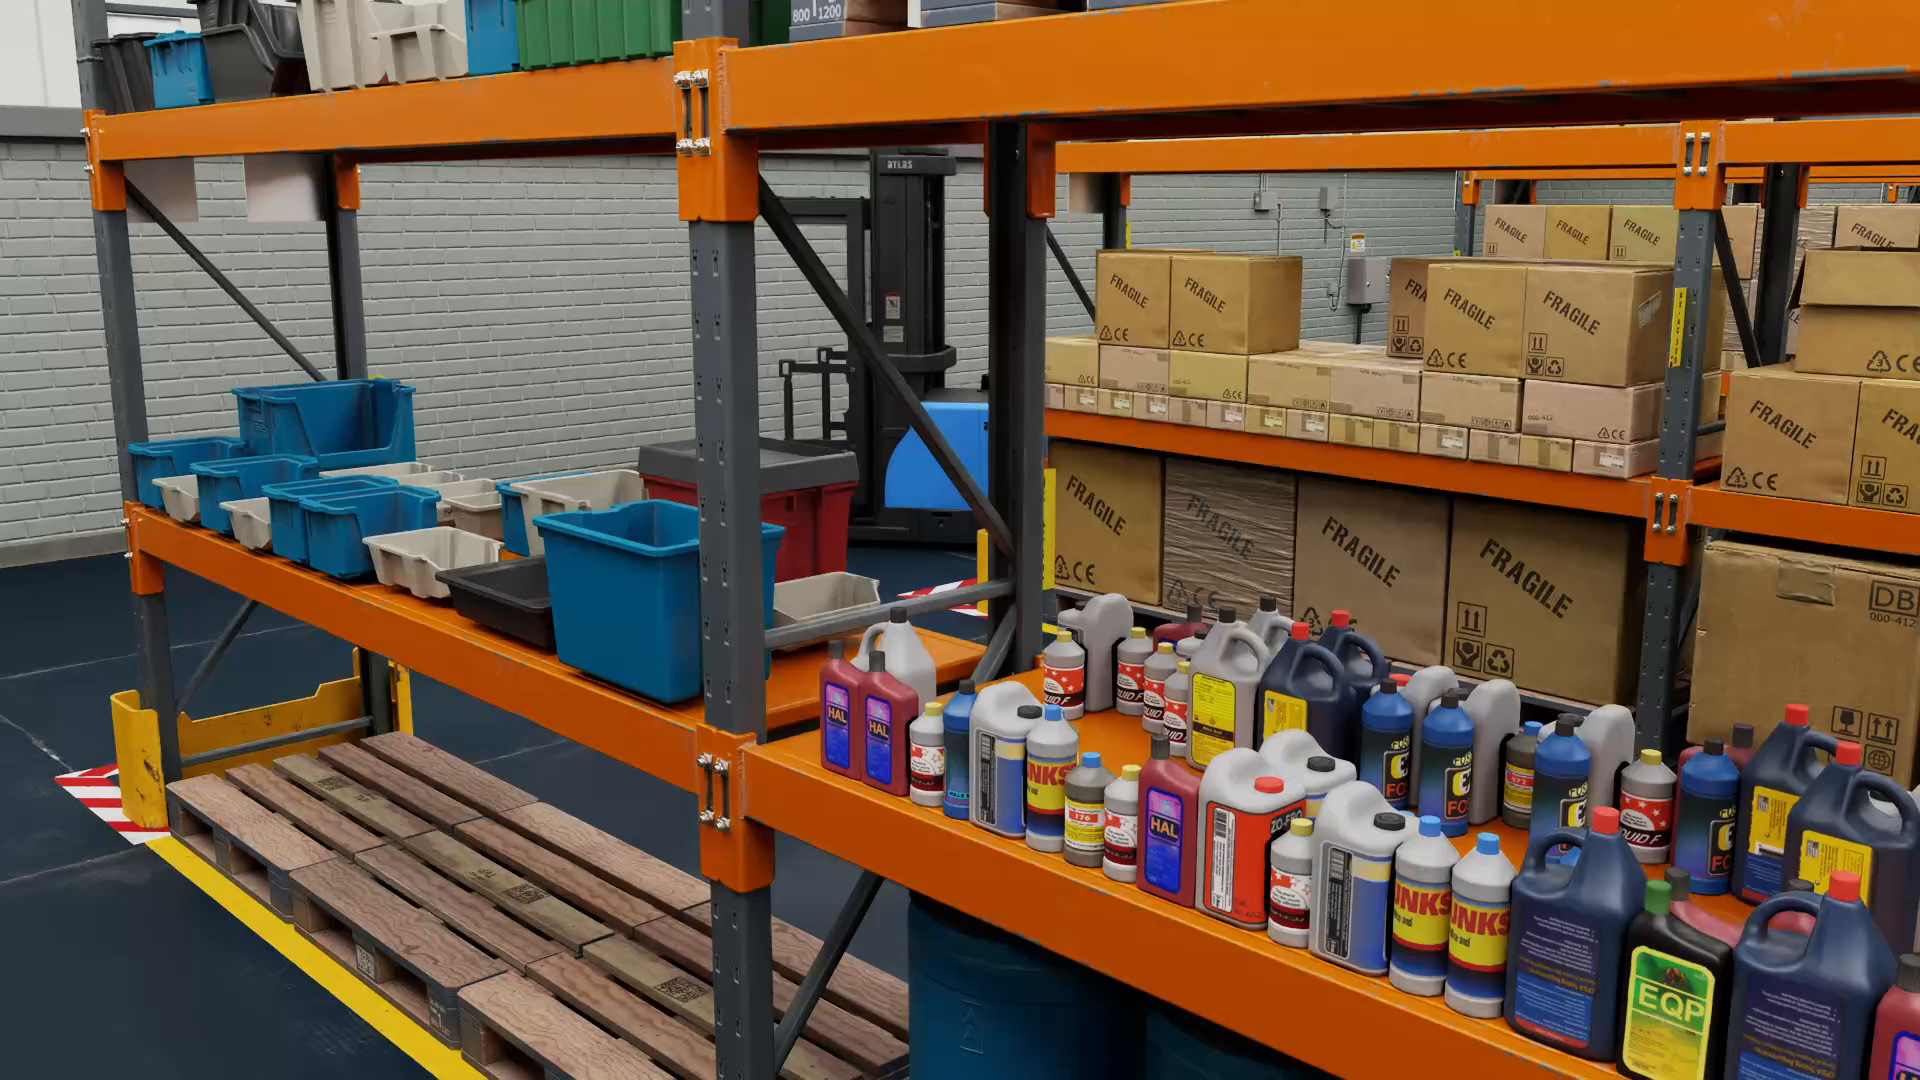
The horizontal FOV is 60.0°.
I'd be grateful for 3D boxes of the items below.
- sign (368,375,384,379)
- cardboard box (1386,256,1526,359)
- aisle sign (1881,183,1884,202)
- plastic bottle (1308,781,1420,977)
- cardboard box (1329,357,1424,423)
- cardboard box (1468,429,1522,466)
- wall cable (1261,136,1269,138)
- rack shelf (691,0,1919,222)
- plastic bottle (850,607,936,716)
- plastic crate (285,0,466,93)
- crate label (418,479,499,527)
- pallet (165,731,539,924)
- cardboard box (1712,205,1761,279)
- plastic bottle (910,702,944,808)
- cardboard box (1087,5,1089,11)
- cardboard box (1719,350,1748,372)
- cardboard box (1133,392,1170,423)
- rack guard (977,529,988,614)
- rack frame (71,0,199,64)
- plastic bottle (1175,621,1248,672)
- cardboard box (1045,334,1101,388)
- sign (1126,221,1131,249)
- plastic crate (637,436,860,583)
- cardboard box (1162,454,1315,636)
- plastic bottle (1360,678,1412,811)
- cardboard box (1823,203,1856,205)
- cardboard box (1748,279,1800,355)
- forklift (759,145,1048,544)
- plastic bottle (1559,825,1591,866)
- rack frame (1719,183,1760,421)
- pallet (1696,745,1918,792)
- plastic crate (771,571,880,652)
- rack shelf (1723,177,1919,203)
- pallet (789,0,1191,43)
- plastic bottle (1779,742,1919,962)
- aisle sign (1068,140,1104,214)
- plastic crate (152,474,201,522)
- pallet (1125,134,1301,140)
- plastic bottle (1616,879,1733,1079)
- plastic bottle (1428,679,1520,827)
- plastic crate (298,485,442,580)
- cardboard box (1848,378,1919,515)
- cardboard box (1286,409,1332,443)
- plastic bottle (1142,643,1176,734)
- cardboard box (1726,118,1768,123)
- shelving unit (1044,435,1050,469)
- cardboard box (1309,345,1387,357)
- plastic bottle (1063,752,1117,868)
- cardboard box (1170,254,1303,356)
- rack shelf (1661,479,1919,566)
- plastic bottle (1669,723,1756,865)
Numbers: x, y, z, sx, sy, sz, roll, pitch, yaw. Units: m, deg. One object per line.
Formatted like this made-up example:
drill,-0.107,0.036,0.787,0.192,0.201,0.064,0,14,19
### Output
sign,-2.559,-0.556,7.270,0.100,0.325,0.005,-11,16,-43
cardboard box,2.556,-1.196,8.561,0.500,0.500,0.500,11,16,43
aisle sign,11.132,-4.402,19.903,0.394,0.787,0.004,-11,16,-43
plastic bottle,0.661,0.538,2.676,0.152,0.276,0.135,-11,16,-43
cardboard box,2.193,-0.753,8.266,0.500,0.250,0.500,-10,16,-41
cardboard box,2.597,-0.454,7.803,0.380,0.149,0.250,-11,16,-44
wall cable,3.672,-6.197,20.189,0.463,3.000,0.029,-11,16,-43
rack shelf,1.198,-0.638,2.423,1.077,0.370,4.000,-11,16,-43
plastic bottle,-0.147,0.314,3.577,0.144,0.351,0.185,-11,16,-43
plastic crate,-1.638,-1.441,4.833,0.437,0.282,0.530,-11,16,-43
crate label,-1.852,-0.121,6.072,0.396,0.136,0.243,-11,16,-43
pallet,-2.404,1.095,6.574,1.003,0.211,1.213,-11,16,-43
cardboard box,5.463,-2.119,11.802,0.500,0.500,0.500,11,16,43
plastic bottle,-0.053,0.431,3.377,0.097,0.201,0.097,0,12,0
cardboard box,1.035,-2.791,9.556,0.500,0.500,0.700,11,16,42
cardboard box,5.558,-1.284,11.831,0.380,0.149,0.250,-10,16,-41
cardboard box,1.180,-0.753,9.258,0.380,0.149,0.250,-11,16,-43
rack guard,0.620,0.134,10.522,1.175,0.500,0.348,-11,16,-43
rack frame,-2.945,-3.335,6.297,1.000,3.000,0.127,-11,16,-43
plastic bottle,0.575,0.314,3.763,0.152,0.276,0.135,-11,16,-43
cardboard box,0.773,-1.051,9.715,0.500,0.250,0.500,11,16,44
sign,1.039,-1.843,10.469,0.100,0.325,0.005,-11,16,-43
plastic crate,-0.618,-0.039,4.859,0.402,0.464,0.583,-11,16,-43
cardboard box,1.765,-0.037,9.381,0.875,0.875,0.875,-11,16,-43
plastic bottle,0.846,0.410,3.308,0.097,0.271,0.097,0,12,0
cardboard box,8.373,-3.116,15.767,0.250,0.149,0.380,11,16,43
cardboard box,5.818,-1.554,11.536,0.500,0.500,0.500,-11,16,-43
forklift,-0.885,-1.490,12.380,3.031,2.935,1.130,2,12,11
plastic bottle,0.960,0.569,2.535,0.097,0.271,0.097,0,12,0
rack frame,7.804,-2.468,16.956,1.000,3.000,0.127,-11,16,-43
pallet,3.987,0.965,7.205,1.003,0.211,1.213,-11,16,-43
plastic crate,-0.401,0.199,4.516,0.396,0.136,0.243,-11,16,-43
rack shelf,9.185,-3.293,15.309,1.077,0.370,4.000,-11,16,-43
pallet,0.429,-1.089,3.297,1.213,0.211,1.003,-11,16,-43
plastic bottle,1.432,0.501,2.666,0.144,0.351,0.185,-11,16,-43
aisle sign,0.804,-2.412,10.244,0.394,0.787,0.004,-11,16,-43
plastic crate,-2.851,-0.157,6.243,0.250,0.136,0.298,-11,16,-43
pallet,1.157,-2.406,9.441,1.003,0.211,1.213,-11,16,-43
plastic bottle,0.982,0.615,2.281,0.061,0.283,0.133,-11,16,-43
plastic bottle,1.016,0.407,3.310,0.152,0.276,0.135,-11,16,-43
plastic crate,-1.897,-0.026,5.371,0.416,0.233,0.300,-11,16,-43
cardboard box,3.884,-0.377,6.559,0.500,0.500,0.500,-11,16,-42
cardboard box,1.889,-0.604,8.530,0.380,0.149,0.250,-11,16,-42
plastic bottle,0.471,0.338,3.830,0.097,0.201,0.097,0,12,0
cardboard box,5.493,-2.830,11.653,0.500,0.250,0.500,-11,16,-43
shelving unit,0.737,-0.509,12.281,0.252,1.050,0.215,2,12,11
cardboard box,2.228,-0.901,8.988,0.500,0.250,0.500,-11,16,-42
plastic bottle,0.241,0.493,3.075,0.097,0.201,0.097,0,12,0
cardboard box,1.480,-1.271,8.923,0.500,0.500,0.500,11,16,44
rack shelf,4.780,0.141,6.075,1.077,0.370,4.000,-11,16,-43
plastic bottle,1.369,0.465,3.012,0.061,0.283,0.133,-11,16,-43
